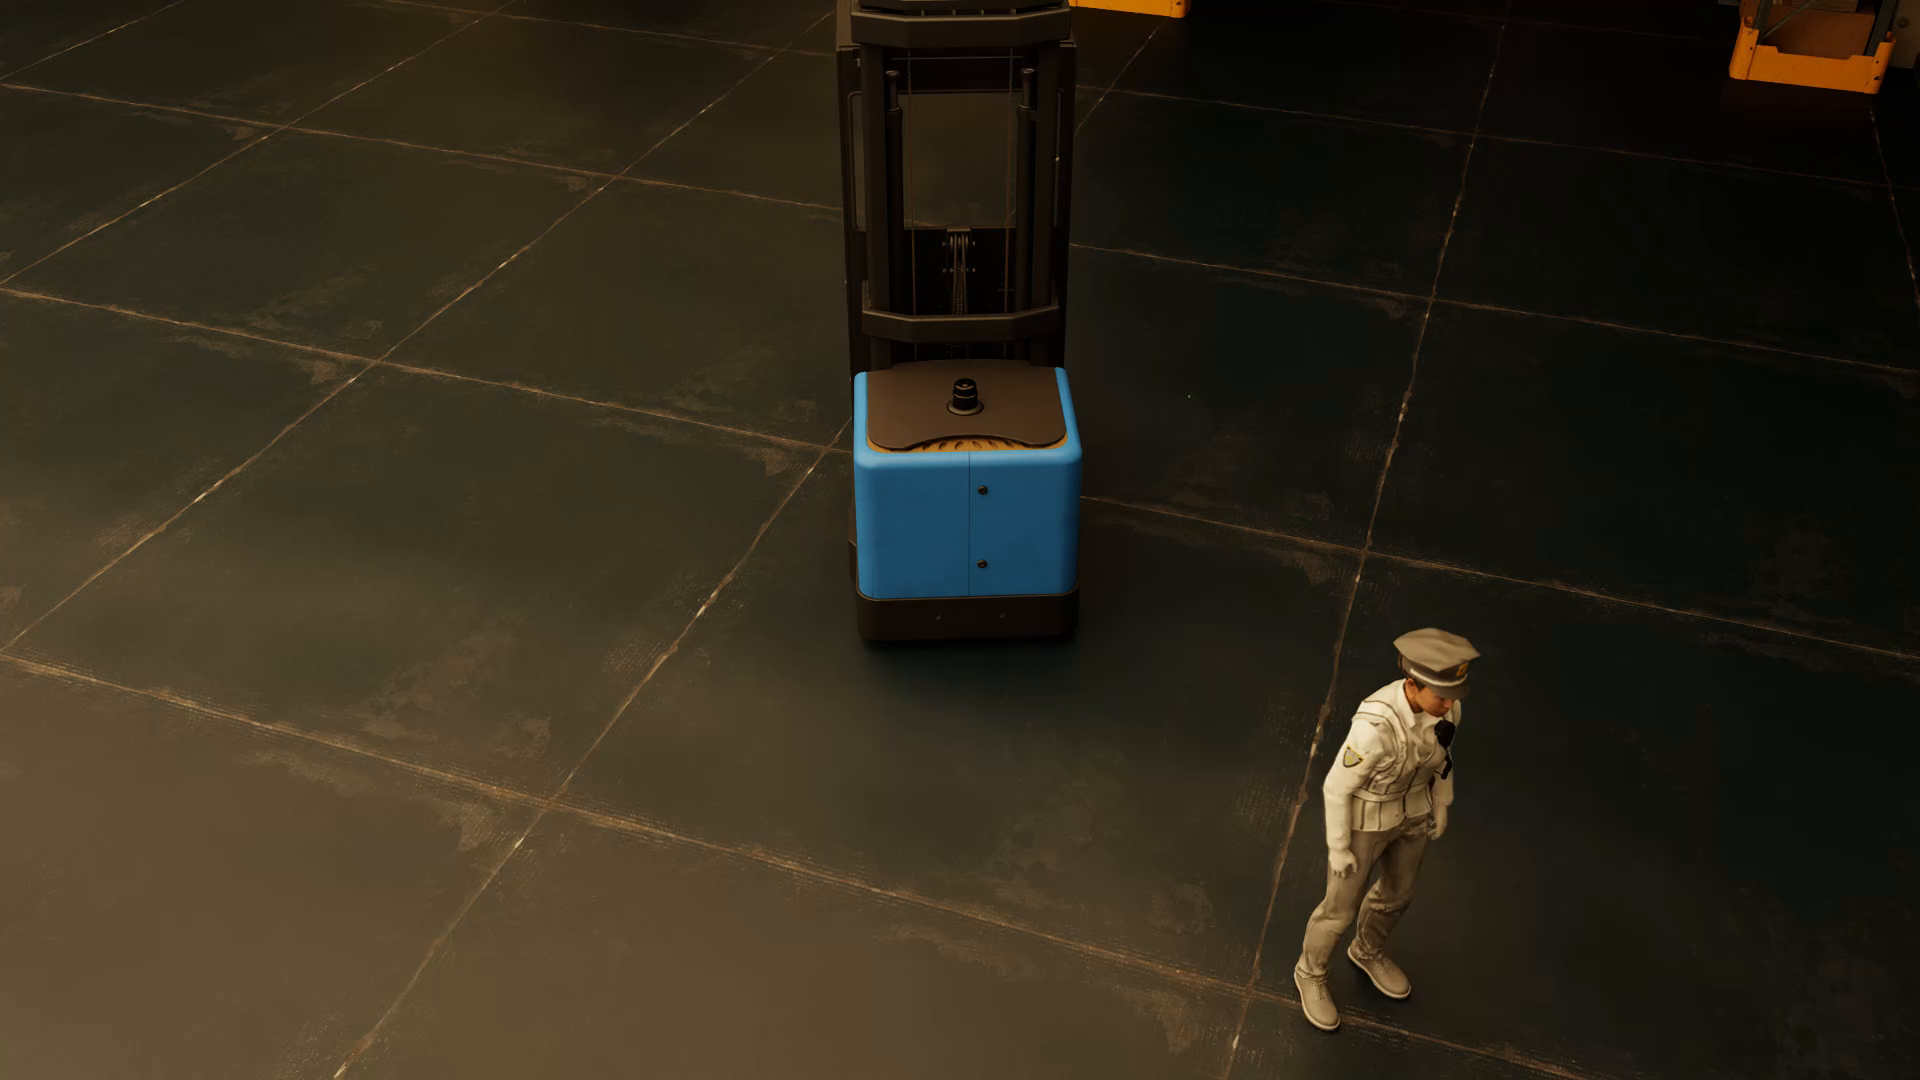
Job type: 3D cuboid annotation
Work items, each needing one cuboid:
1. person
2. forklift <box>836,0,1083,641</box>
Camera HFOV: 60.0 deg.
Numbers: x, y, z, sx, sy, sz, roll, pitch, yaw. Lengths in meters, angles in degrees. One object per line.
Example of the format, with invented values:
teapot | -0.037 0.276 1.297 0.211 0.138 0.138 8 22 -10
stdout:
person | 1.489 0.985 5.818 0.543 1.665 0.373 -17 39 -22
forklift | -0.029 -1.547 8.293 1.130 2.935 3.031 -2 35 -2
